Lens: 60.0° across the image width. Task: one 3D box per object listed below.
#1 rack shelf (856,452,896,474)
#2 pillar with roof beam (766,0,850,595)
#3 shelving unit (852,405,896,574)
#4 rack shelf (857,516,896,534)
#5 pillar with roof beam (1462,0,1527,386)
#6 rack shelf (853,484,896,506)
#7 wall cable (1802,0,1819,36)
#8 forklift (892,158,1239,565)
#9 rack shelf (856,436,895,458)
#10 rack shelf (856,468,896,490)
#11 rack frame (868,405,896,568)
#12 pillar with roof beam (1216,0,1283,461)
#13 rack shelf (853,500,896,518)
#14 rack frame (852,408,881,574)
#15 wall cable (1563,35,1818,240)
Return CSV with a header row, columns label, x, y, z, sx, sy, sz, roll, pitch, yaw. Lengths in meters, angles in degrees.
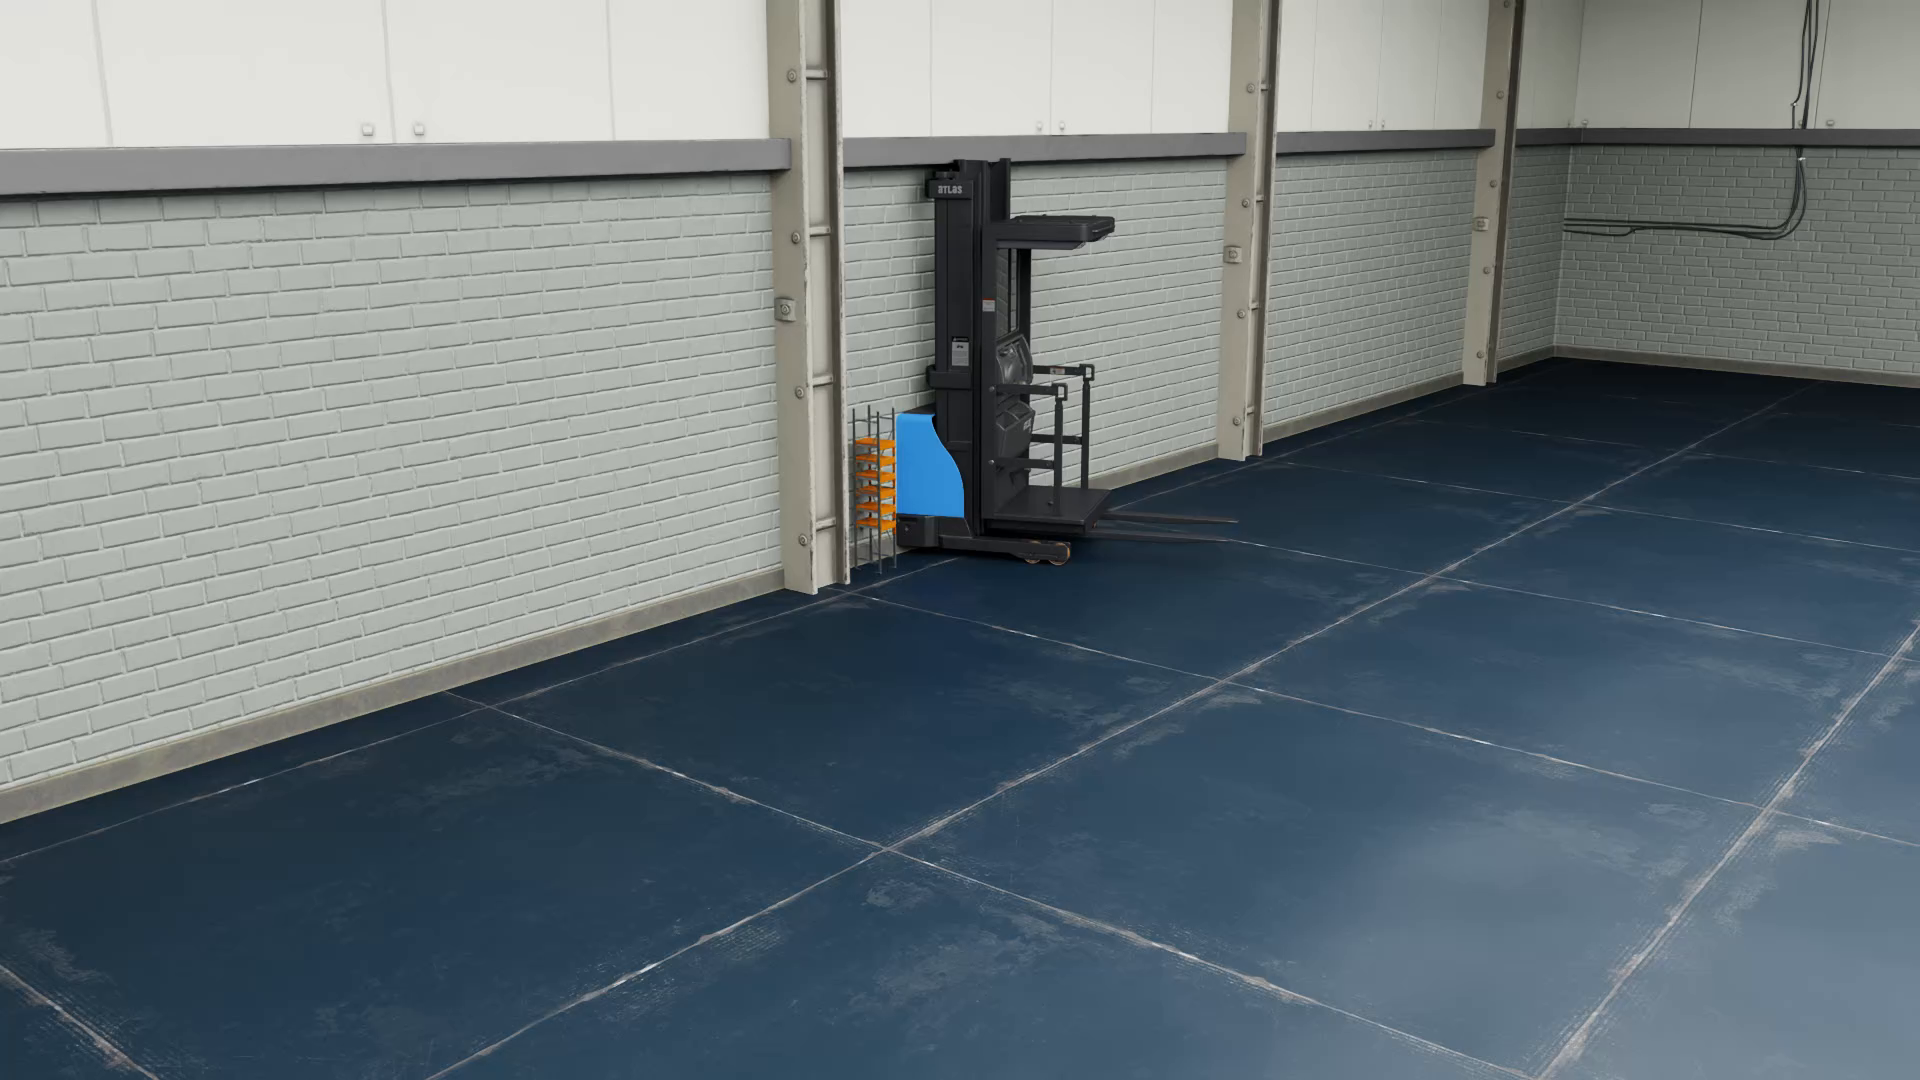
label,x,y,z,sx,sy,sz,roll,pitch,yaw
rack shelf,-0.624,-0.560,12.096,0.258,0.103,0.180,9,17,33
pillar with roof beam,2.322,-3.374,8.129,9.100,9.000,0.400,11,18,38
shelving unit,-0.624,-0.370,12.144,0.258,1.200,0.189,9,17,33
rack shelf,-0.624,-0.095,12.214,0.258,0.103,0.180,9,17,33
pillar with roof beam,9.865,-5.673,17.176,9.100,9.000,0.400,11,18,38
rack shelf,-0.624,-0.327,12.155,0.258,0.103,0.180,9,17,33
wall cable,11.500,-7.222,19.326,3.097,2.526,0.112,11,18,38
forklift,0.602,-1.378,12.596,3.031,2.935,1.130,4,15,15
rack shelf,-0.624,-0.676,12.066,0.258,0.103,0.180,9,17,33
rack shelf,-0.624,-0.444,12.125,0.258,0.103,0.180,9,17,33
rack frame,-0.573,-0.389,12.217,0.240,1.200,0.006,9,17,33
pillar with roof beam,6.093,-4.523,12.653,9.100,9.000,0.400,11,18,38
rack shelf,-0.624,-0.211,12.184,0.258,0.103,0.180,9,17,33
rack frame,-0.676,-0.352,12.071,0.240,1.200,0.006,9,17,33
wall cable,9.396,-5.193,21.596,3.097,2.526,0.112,11,18,38
